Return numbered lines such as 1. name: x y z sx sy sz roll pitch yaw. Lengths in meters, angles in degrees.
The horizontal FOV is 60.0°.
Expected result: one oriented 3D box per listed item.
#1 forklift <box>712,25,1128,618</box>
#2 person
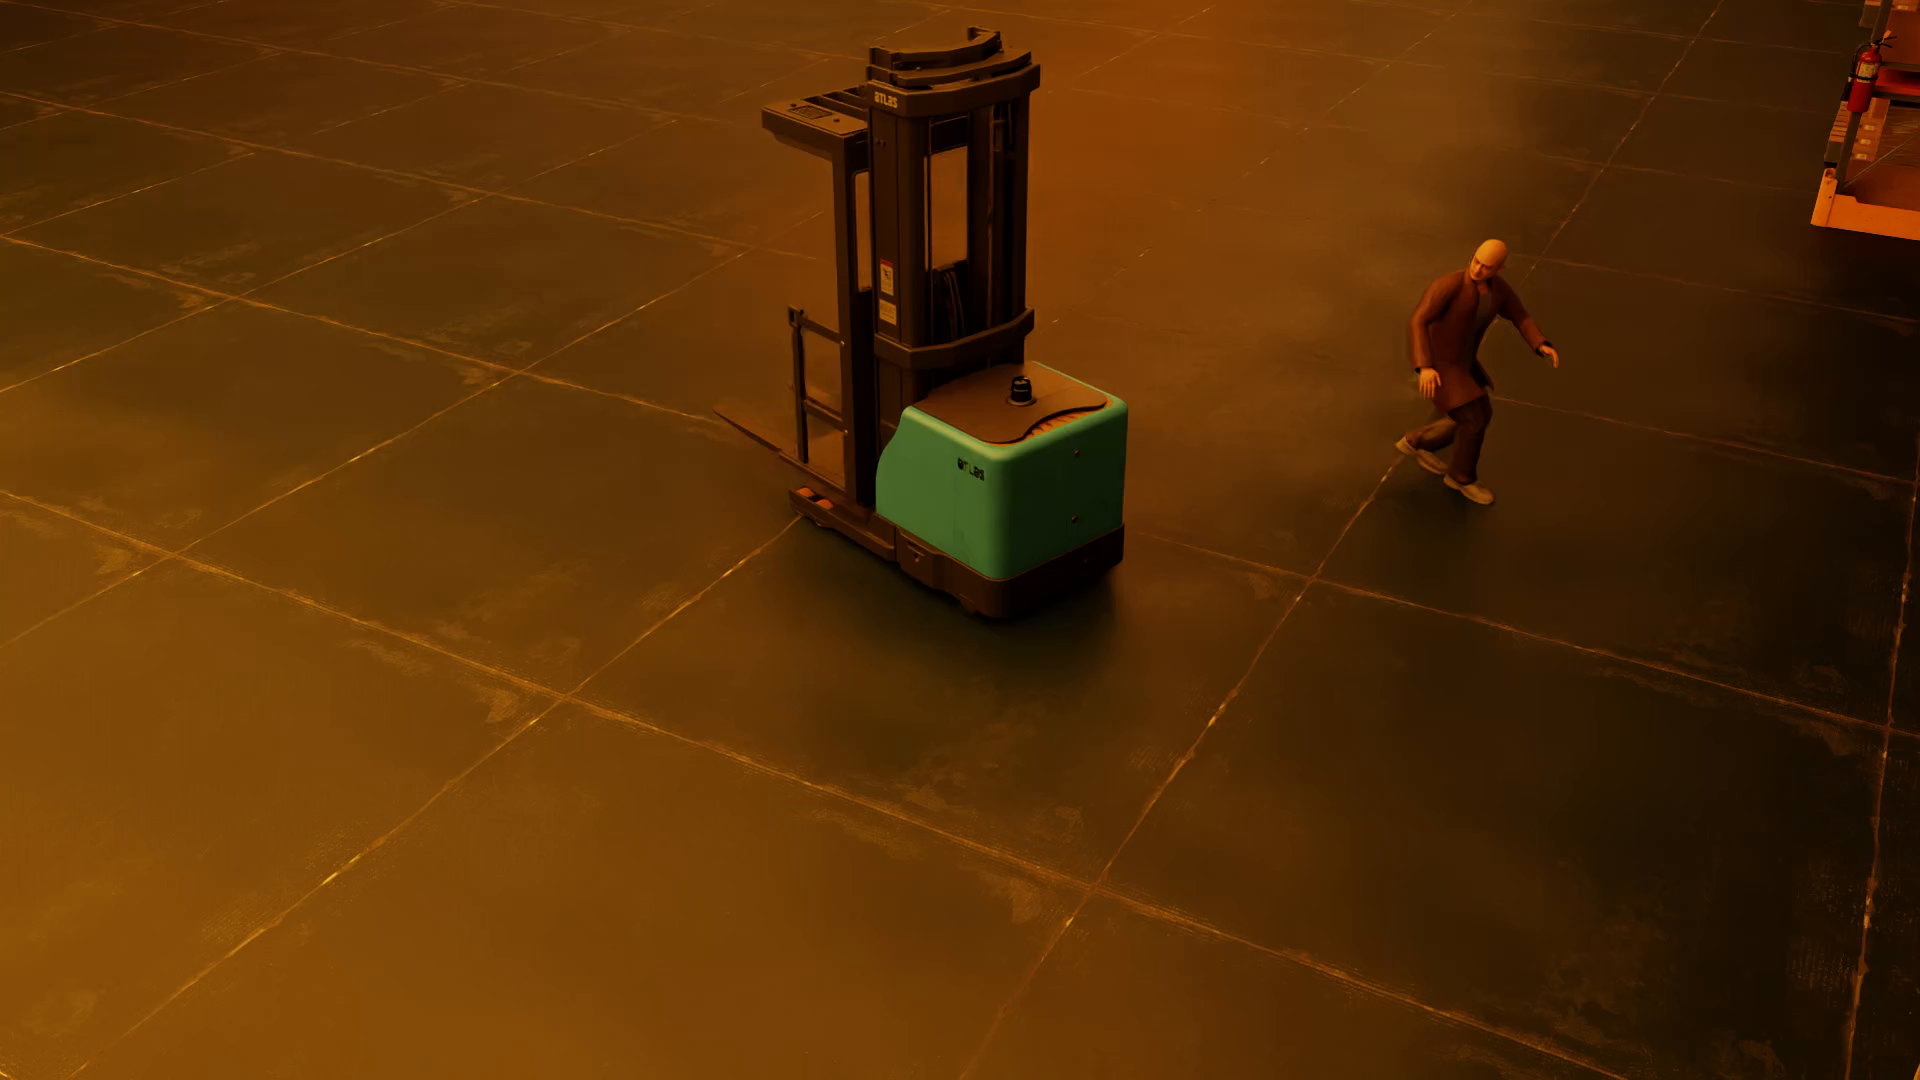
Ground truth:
1. forklift: -0.403 -1.498 9.667 1.130 2.935 3.031 -24 38 -35
2. person: 3.104 -1.009 10.117 0.918 1.645 0.894 -25 38 -36
